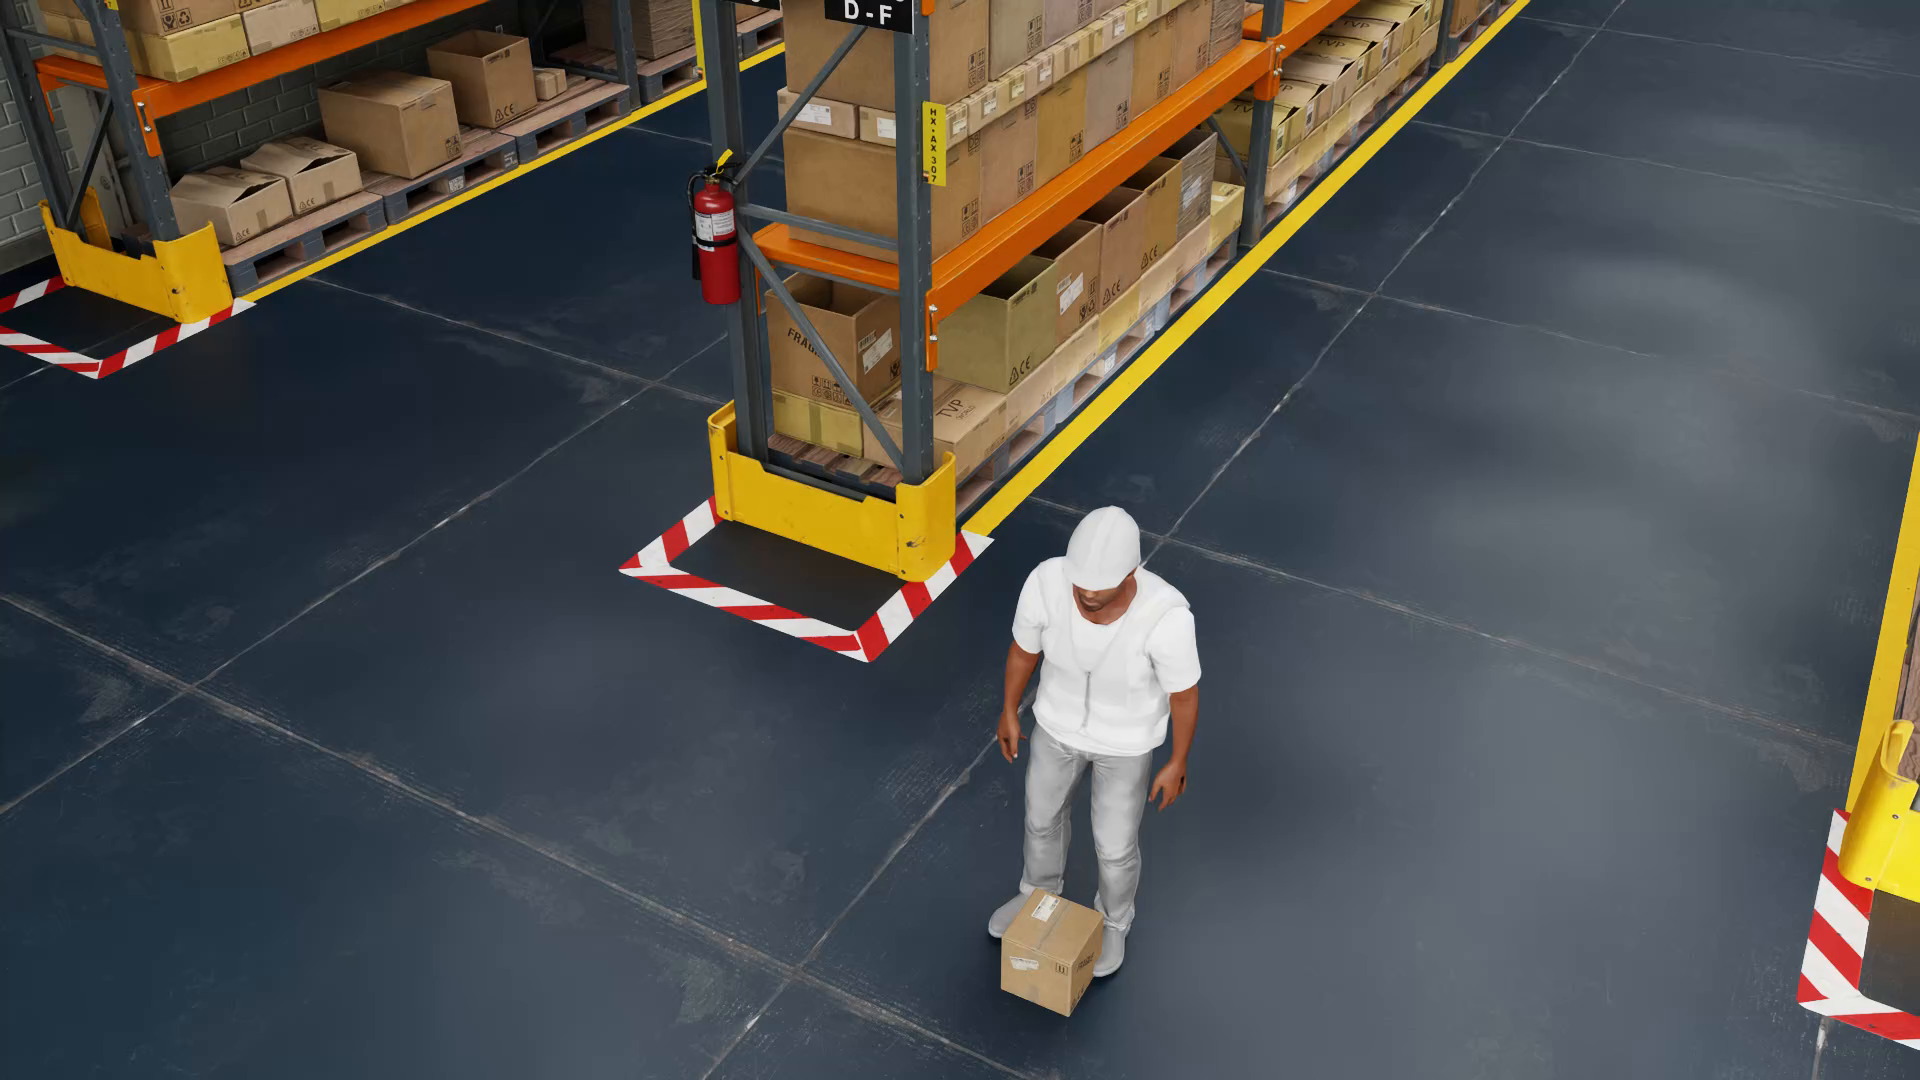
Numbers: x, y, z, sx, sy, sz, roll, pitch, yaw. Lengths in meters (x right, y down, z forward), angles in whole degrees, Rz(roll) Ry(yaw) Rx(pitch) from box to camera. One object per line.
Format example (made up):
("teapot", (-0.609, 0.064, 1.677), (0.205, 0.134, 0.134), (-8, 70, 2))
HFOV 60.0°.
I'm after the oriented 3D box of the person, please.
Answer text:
("person", (0.415, 0.618, 5.209), (0.633, 1.759, 0.462), (15, 37, 21))
